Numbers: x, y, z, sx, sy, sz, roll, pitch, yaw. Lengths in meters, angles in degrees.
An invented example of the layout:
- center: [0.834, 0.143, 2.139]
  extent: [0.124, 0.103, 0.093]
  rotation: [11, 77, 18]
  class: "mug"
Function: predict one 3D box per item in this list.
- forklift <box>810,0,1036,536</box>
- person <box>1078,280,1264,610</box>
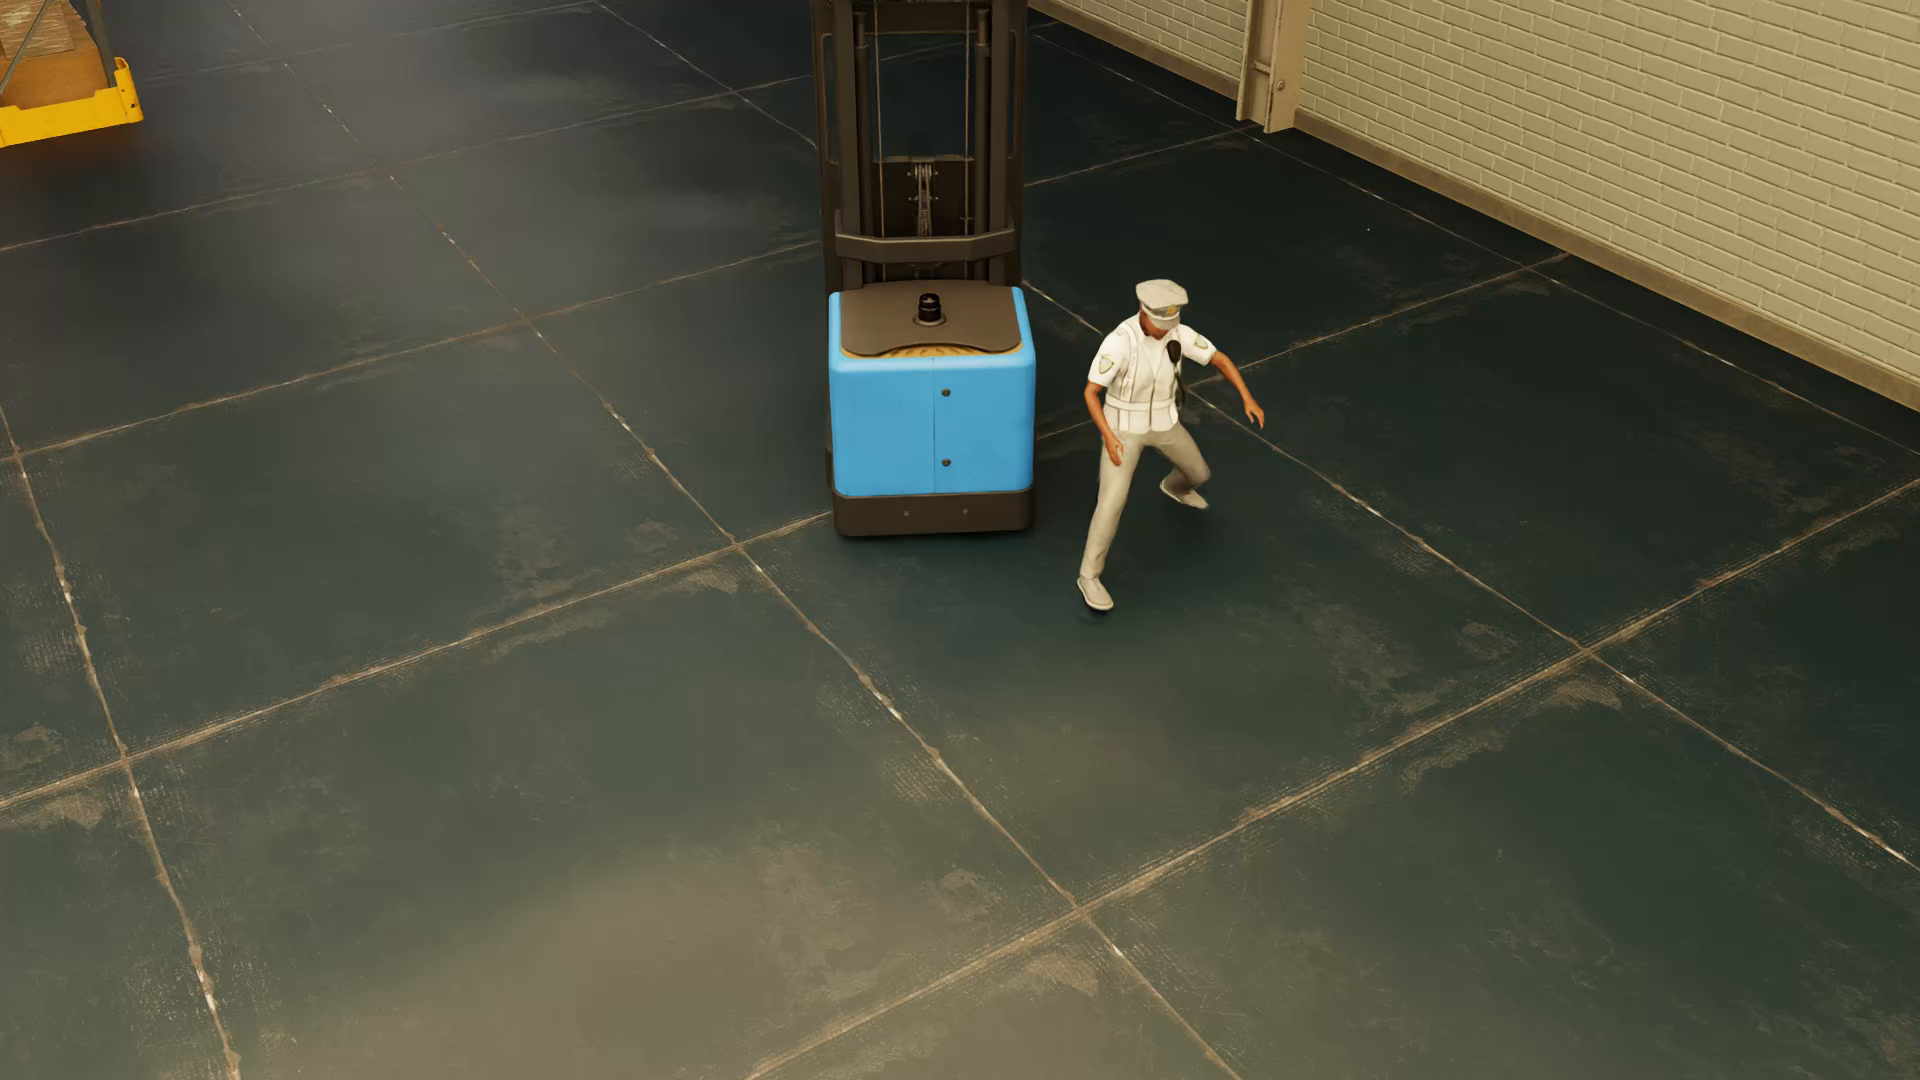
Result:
- center: [-0.222, -2.044, 9.056]
  extent: [1.130, 2.935, 3.031]
  rotation: [-2, 35, -3]
  class: "forklift"
- center: [0.973, -0.537, 8.219]
  extent: [0.983, 1.515, 0.937]
  rotation: [-11, 37, -15]
  class: "person"
